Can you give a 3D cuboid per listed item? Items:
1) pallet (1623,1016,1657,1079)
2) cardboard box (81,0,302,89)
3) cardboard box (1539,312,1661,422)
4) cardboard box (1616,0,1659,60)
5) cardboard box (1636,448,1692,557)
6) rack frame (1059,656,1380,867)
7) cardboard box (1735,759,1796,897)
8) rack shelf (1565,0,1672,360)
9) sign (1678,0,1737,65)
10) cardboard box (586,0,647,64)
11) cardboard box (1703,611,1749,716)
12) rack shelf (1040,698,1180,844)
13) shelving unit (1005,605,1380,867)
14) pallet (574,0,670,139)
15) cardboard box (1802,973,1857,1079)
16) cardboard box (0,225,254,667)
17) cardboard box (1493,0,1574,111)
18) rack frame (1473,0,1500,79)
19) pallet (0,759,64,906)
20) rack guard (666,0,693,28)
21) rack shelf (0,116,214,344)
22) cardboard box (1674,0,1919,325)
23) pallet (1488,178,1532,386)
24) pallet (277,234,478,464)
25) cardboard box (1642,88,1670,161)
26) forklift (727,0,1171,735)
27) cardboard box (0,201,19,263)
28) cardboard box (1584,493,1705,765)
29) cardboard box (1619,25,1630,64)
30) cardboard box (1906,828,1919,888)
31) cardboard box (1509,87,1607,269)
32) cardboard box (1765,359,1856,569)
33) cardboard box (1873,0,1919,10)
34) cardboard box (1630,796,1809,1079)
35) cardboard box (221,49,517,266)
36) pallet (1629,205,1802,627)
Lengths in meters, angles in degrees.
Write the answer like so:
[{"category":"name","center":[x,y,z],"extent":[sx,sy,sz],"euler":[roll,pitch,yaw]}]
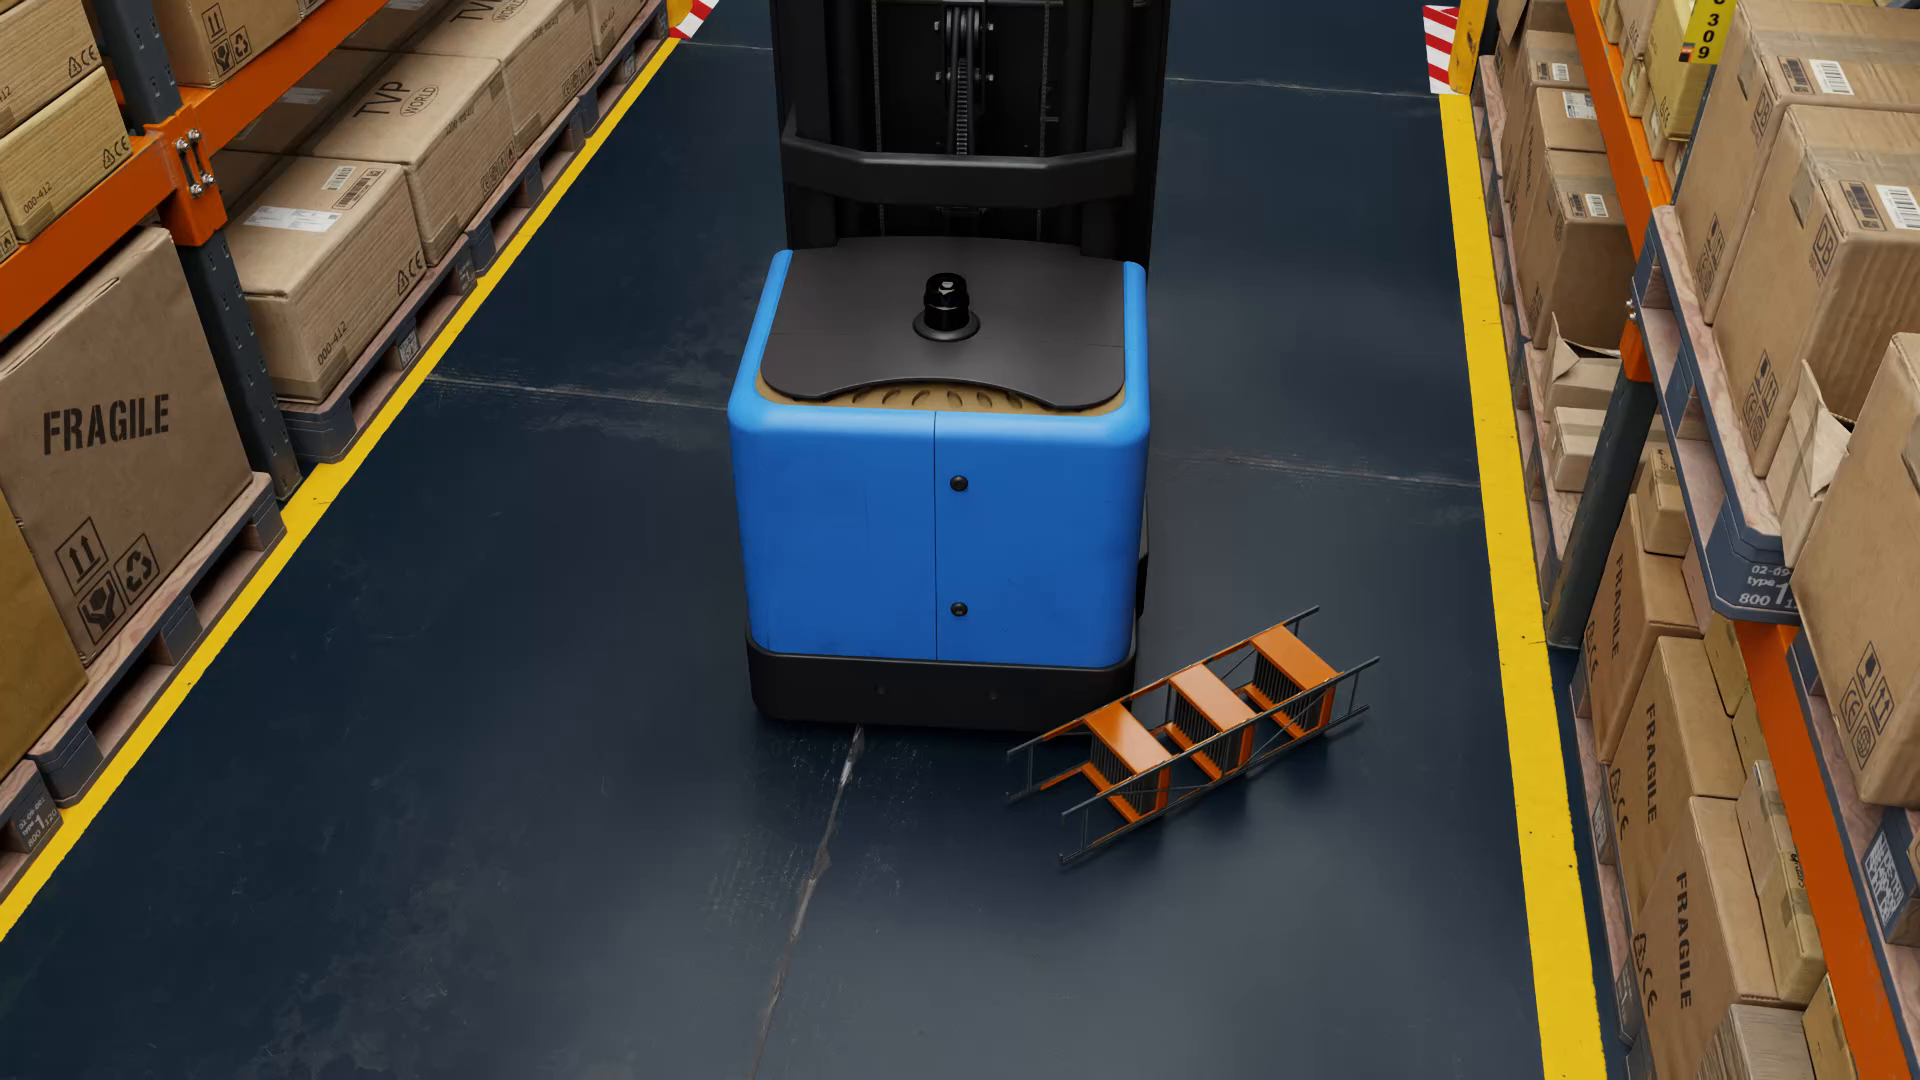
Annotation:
[{"category":"pallet","center":[1.909,1.534,3.229],"extent":[1.003,0.211,1.213],"euler":[6,40,8]},{"category":"cardboard box","center":[-2.329,-1.672,4.840],"extent":[0.500,0.500,0.500],"euler":[8,40,9]},{"category":"cardboard box","center":[2.090,-0.537,5.362],"extent":[0.396,0.266,0.258],"euler":[8,40,9]},{"category":"cardboard box","center":[2.142,-1.542,4.646],"extent":[0.500,0.250,0.500],"euler":[7,40,8]},{"category":"cardboard box","center":[1.897,-0.076,4.110],"extent":[0.380,0.149,0.250],"euler":[8,40,10]},{"category":"rack frame","center":[0.696,0.572,4.366],"extent":[1.050,0.200,0.008],"euler":[-22,44,-24]},{"category":"cardboard box","center":[1.778,0.595,3.299],"extent":[0.380,0.149,0.250],"euler":[6,40,8]},{"category":"rack shelf","center":[2.568,-1.801,5.639],"extent":[1.077,0.370,4.000],"euler":[6,40,8]},{"category":"sign","center":[1.686,-1.212,3.682],"extent":[0.100,0.325,0.005],"euler":[6,40,8]},{"category":"cardboard box","center":[-1.991,-2.627,7.755],"extent":[0.875,0.438,0.875],"euler":[5,40,6]},{"category":"cardboard box","center":[1.893,0.269,3.693],"extent":[0.380,0.149,0.250],"euler":[4,40,5]},{"category":"rack shelf","center":[0.387,0.604,4.327],"extent":[0.259,0.215,0.240],"euler":[-22,44,-24]},{"category":"shelving unit","center":[0.630,0.506,4.445],"extent":[1.050,0.215,0.252],"euler":[-22,44,-24]},{"category":"pallet","center":[-2.037,-2.293,7.858],"extent":[1.003,0.211,1.213],"euler":[6,40,8]},{"category":"cardboard box","center":[1.715,0.923,2.902],"extent":[0.380,0.149,0.250],"euler":[7,40,8]},{"category":"cardboard box","center":[-2.696,-0.313,4.612],"extent":[0.875,0.875,0.875],"euler":[8,40,9]},{"category":"cardboard box","center":[2.715,-2.160,7.137],"extent":[0.797,0.503,0.637],"euler":[5,40,6]},{"category":"rack frame","center":[2.914,-3.333,6.927],"extent":[1.000,3.000,0.127],"euler":[6,40,8]},{"category":"pallet","center":[-2.936,0.967,3.914],"extent":[1.003,0.211,1.213],"euler":[6,40,8]},{"category":"rack guard","center":[-1.972,-2.930,8.401],"extent":[1.175,0.500,0.348],"euler":[6,40,8]},{"category":"rack shelf","center":[-3.014,0.165,3.261],"extent":[1.077,0.370,4.000],"euler":[6,40,8]},{"category":"cardboard box","center":[1.918,-0.744,3.388],"extent":[0.700,0.500,0.500],"euler":[7,40,9]},{"category":"pallet","center":[2.550,-0.947,6.230],"extent":[1.003,0.211,1.213],"euler":[6,40,8]},{"category":"pallet","center":[-2.459,-0.762,6.006],"extent":[1.003,0.211,1.213],"euler":[6,40,8]},{"category":"cardboard box","center":[2.052,-1.120,4.447],"extent":[0.380,0.149,0.250],"euler":[7,40,9]},{"category":"forklift","center":[0.043,-1.527,4.797],"extent":[1.130,2.935,3.031],"euler":[3,40,3]},{"category":"cardboard box","center":[-2.586,-0.681,3.838],"extent":[0.500,0.250,0.500],"euler":[6,40,7]},{"category":"cardboard box","center":[1.916,0.257,4.217],"extent":[0.500,0.500,0.500],"euler":[8,40,10]},{"category":"cardboard box","center":[2.145,-1.447,4.844],"extent":[0.380,0.149,0.250],"euler":[7,40,9]},{"category":"cardboard box","center":[1.630,0.441,1.952],"extent":[0.797,0.503,0.637],"euler":[6,40,7]},{"category":"cardboard box","center":[2.338,-1.305,6.107],"extent":[0.500,0.500,0.500],"euler":[7,40,8]},{"category":"cardboard box","center":[1.603,-0.103,2.797],"extent":[0.396,0.266,0.258],"euler":[8,40,10]},{"category":"cardboard box","center":[2.573,-1.161,4.184],"extent":[0.500,0.250,0.500],"euler":[6,40,7]},{"category":"cardboard box","center":[1.743,0.905,3.433],"extent":[0.500,0.500,0.500],"euler":[5,40,6]},{"category":"cardboard box","center":[-2.299,-1.486,6.375],"extent":[0.875,0.438,0.875],"euler":[5,40,6]},{"category":"pallet","center":[1.976,-0.259,3.360],"extent":[1.003,0.211,1.213],"euler":[6,40,8]}]
